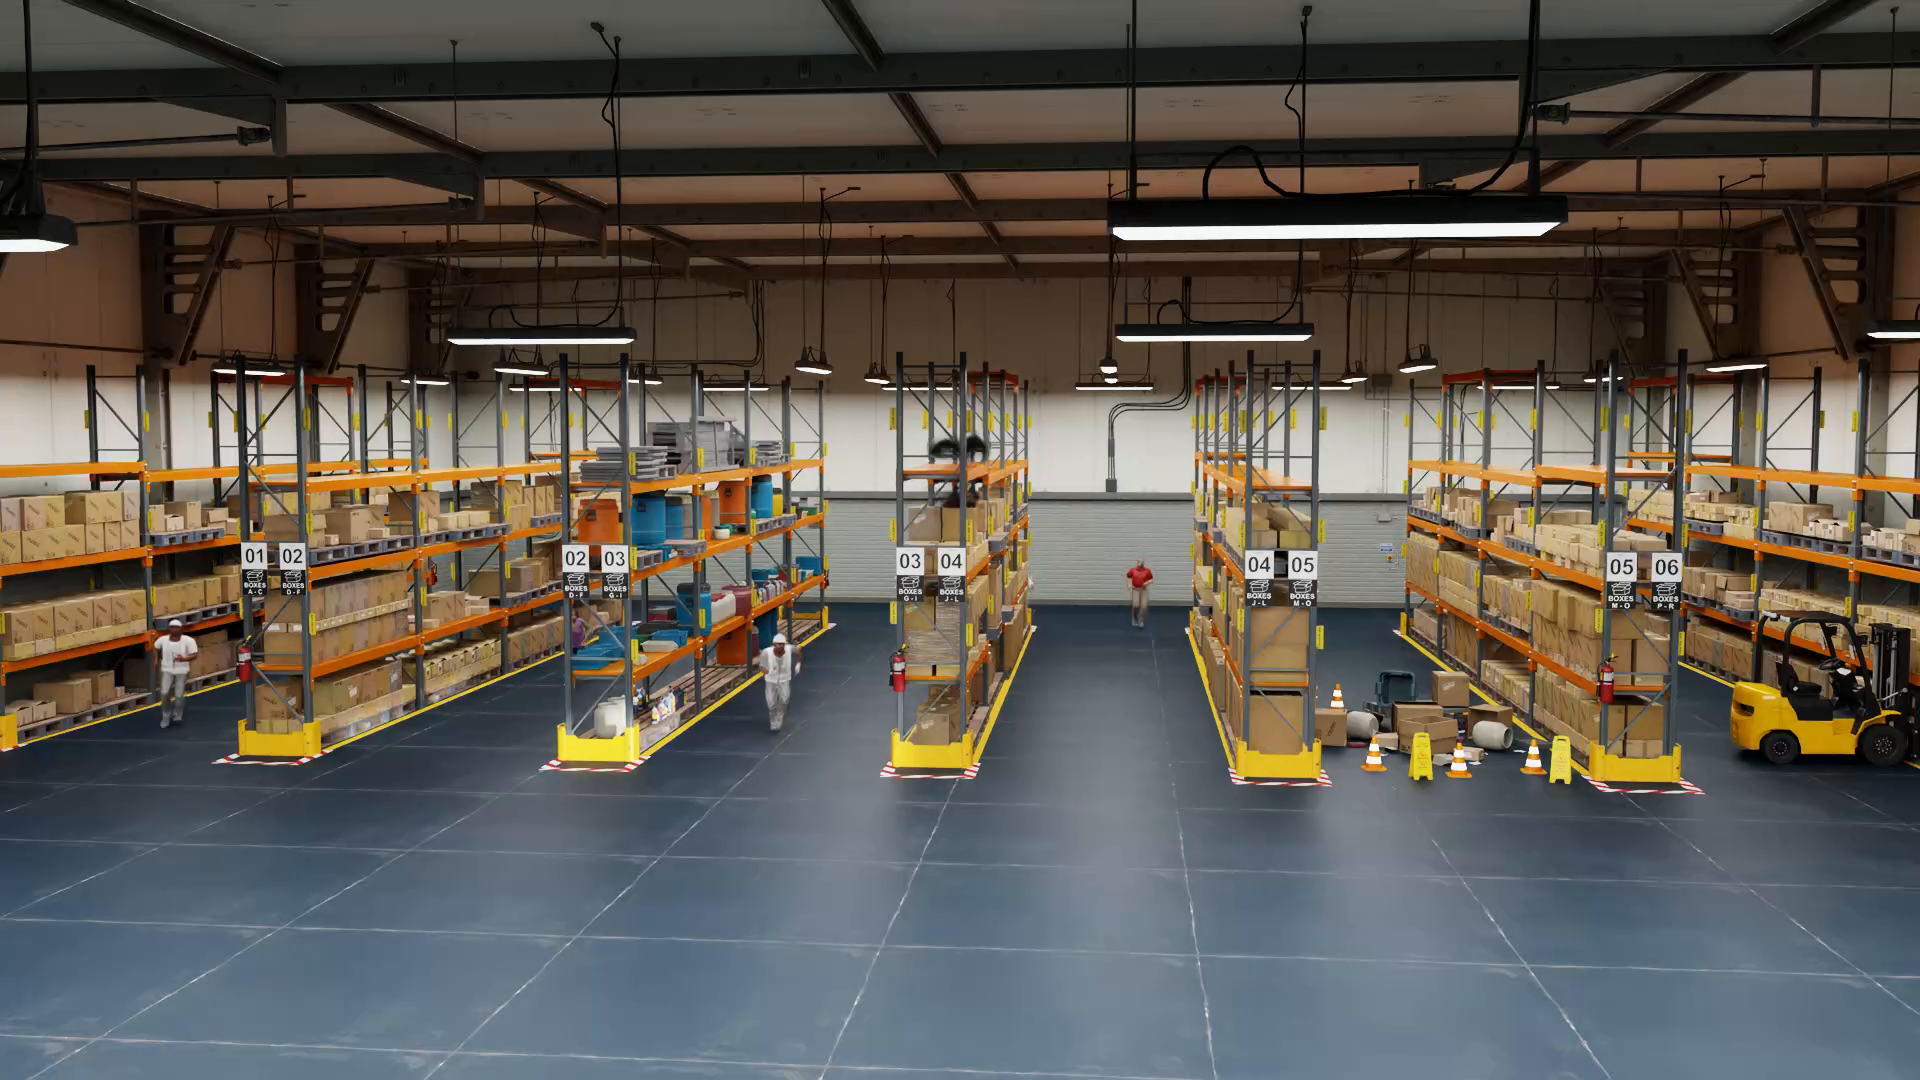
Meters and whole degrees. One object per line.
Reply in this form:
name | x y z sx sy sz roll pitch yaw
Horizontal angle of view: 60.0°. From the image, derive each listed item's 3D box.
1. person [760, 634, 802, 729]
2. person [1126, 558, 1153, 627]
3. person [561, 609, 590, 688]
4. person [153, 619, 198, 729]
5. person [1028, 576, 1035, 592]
person | -2.873 2.287 26.721 0.705 1.621 0.904 -1 4 -13
person | 4.368 1.281 40.343 0.647 1.699 0.640 0 4 1
person | -7.240 2.030 31.364 0.550 1.552 0.865 -1 4 -8
person | -12.908 2.190 27.348 0.711 1.789 0.676 -1 4 -17
person | 1.401 1.241 41.238 0.761 1.658 0.682 4 6 44
